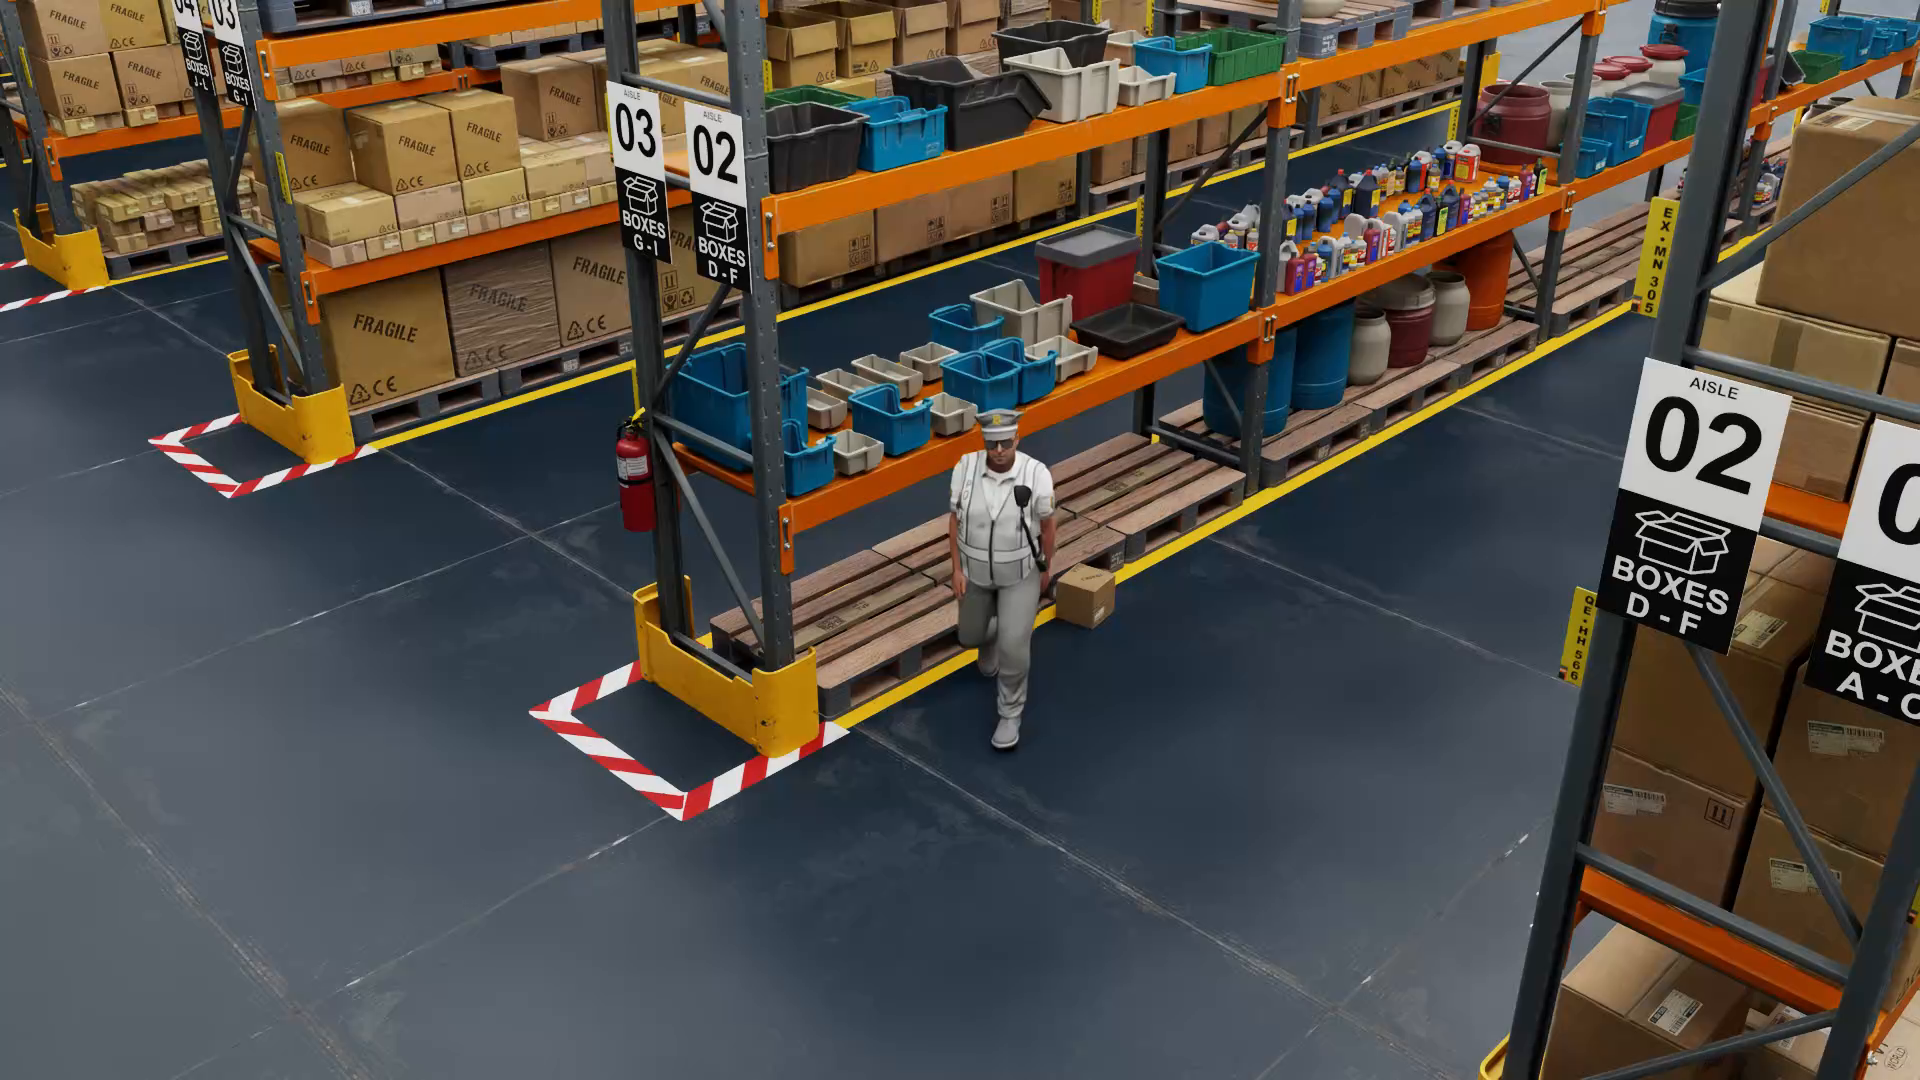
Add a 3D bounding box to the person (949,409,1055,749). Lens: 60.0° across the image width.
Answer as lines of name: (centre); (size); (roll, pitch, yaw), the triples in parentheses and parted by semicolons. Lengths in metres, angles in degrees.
person: (0.215, 0.100, 8.379); (0.523, 1.738, 0.854); (7, 28, 13)
